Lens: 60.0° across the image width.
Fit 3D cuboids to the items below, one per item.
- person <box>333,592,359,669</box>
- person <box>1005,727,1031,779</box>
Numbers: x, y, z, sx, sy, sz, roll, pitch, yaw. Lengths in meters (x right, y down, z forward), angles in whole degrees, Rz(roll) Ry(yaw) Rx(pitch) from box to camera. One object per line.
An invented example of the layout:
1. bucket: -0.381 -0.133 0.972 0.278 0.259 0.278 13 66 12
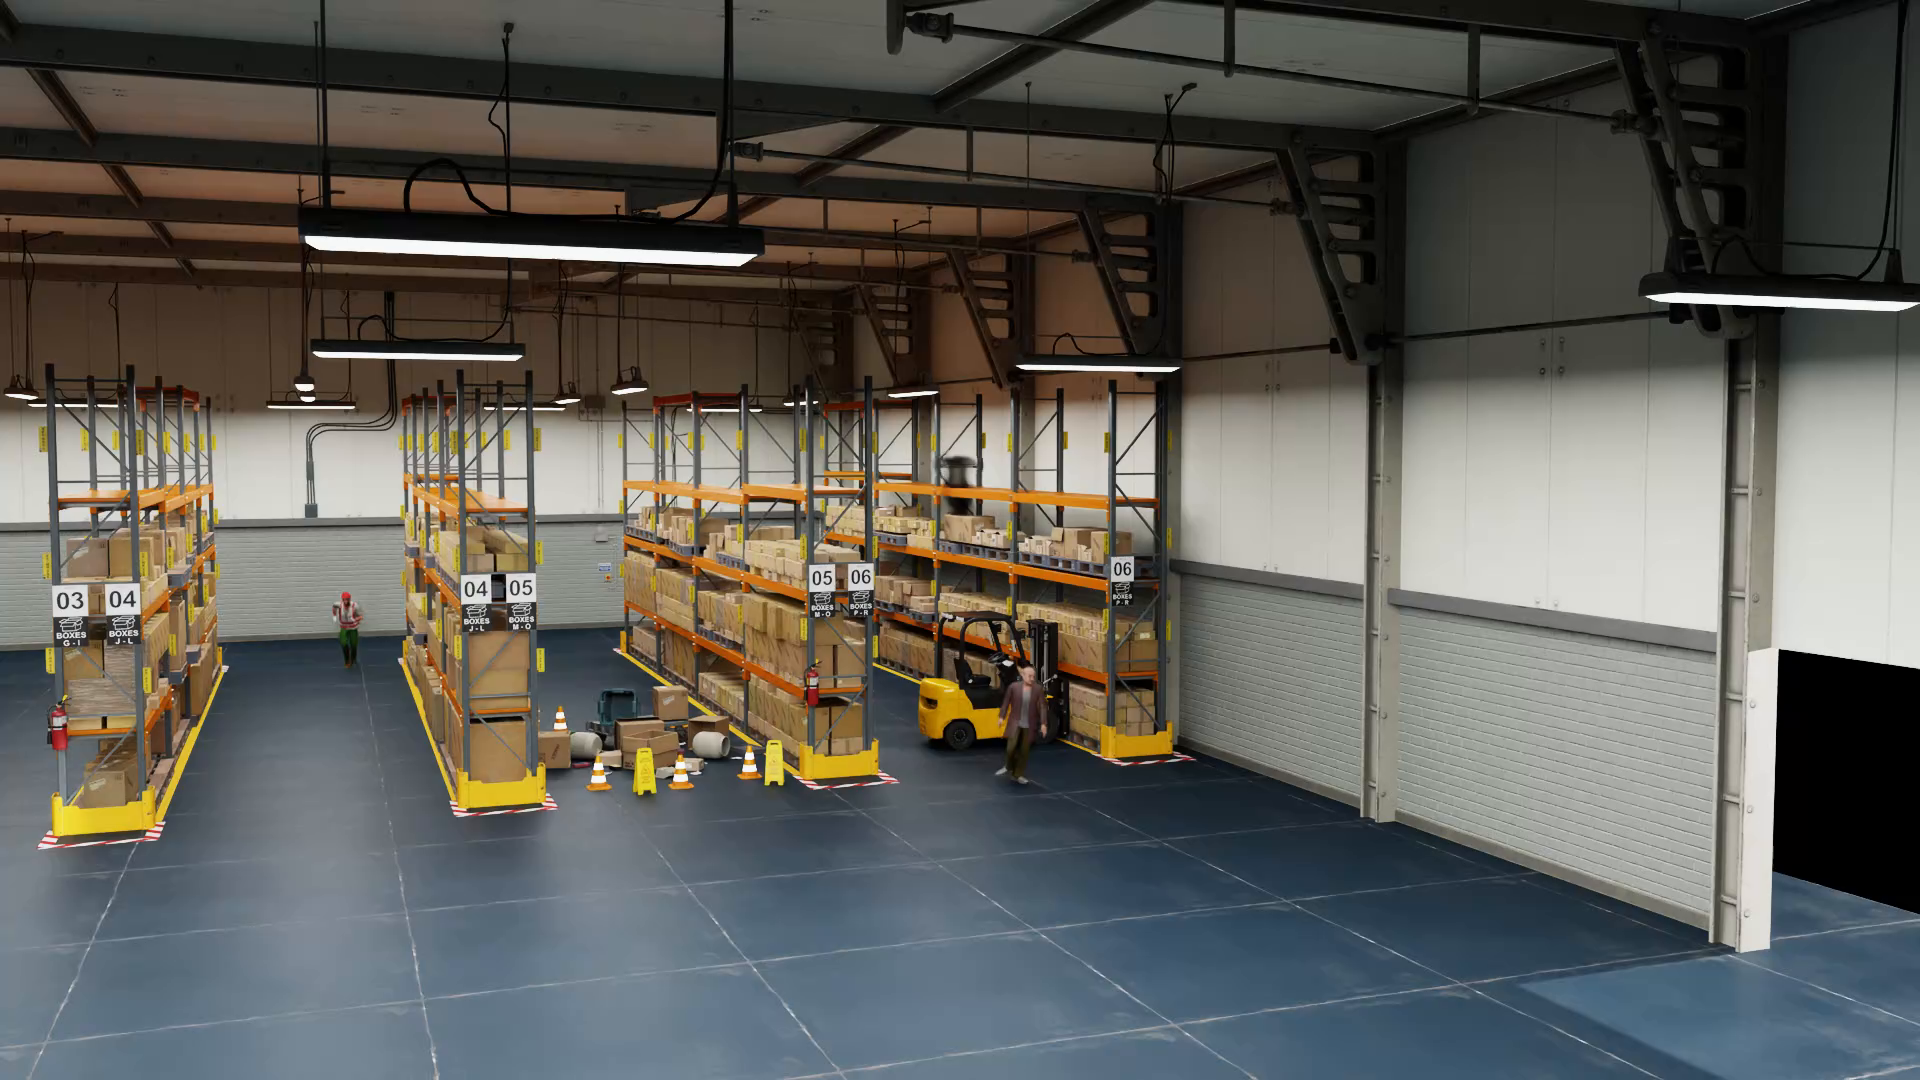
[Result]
1. person: -13.662 2.024 36.989 0.573 1.776 0.947 0 3 -8
2. person: 0.872 3.015 24.448 0.445 1.002 0.469 0 3 -6
